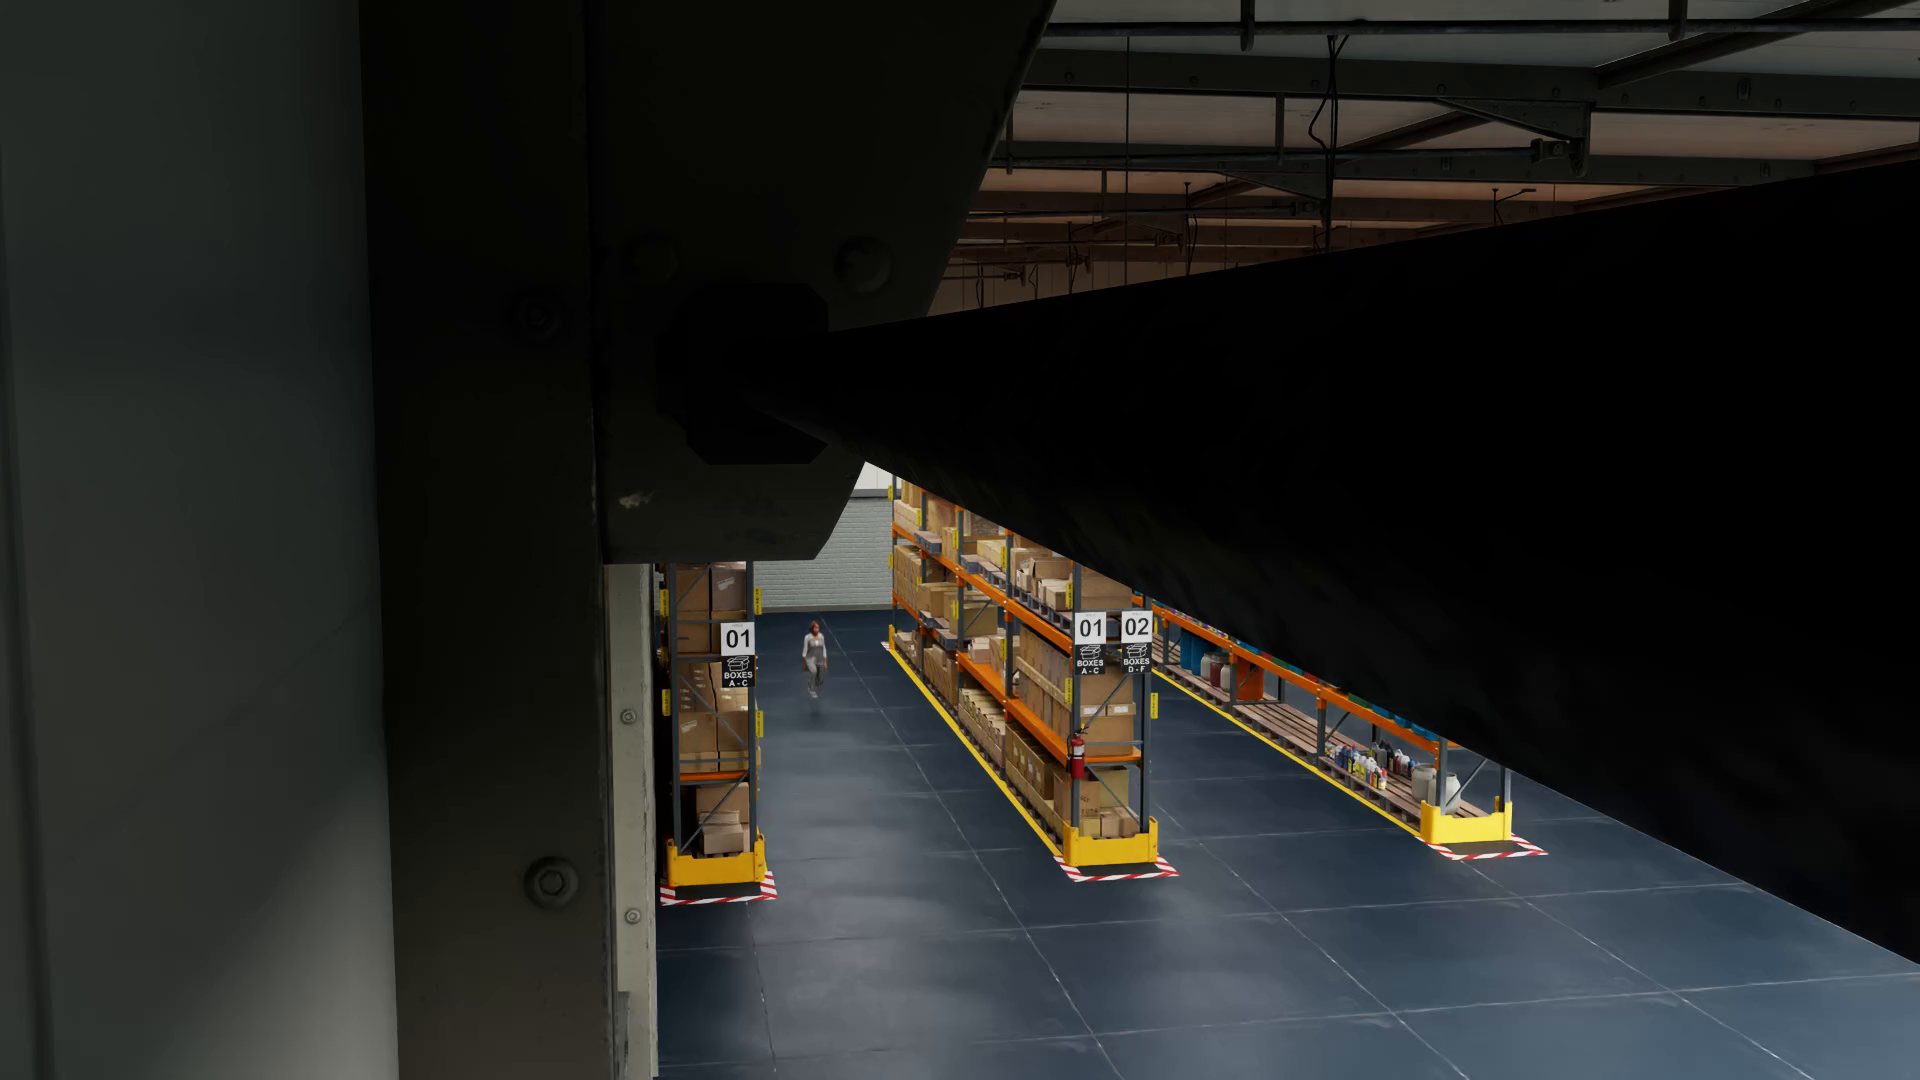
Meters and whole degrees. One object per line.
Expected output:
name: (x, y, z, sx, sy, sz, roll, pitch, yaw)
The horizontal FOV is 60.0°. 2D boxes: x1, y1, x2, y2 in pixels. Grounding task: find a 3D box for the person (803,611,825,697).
person: (-2.639, 2.065, 30.105, 0.467, 1.567, 0.669, -6, 8, -43)
